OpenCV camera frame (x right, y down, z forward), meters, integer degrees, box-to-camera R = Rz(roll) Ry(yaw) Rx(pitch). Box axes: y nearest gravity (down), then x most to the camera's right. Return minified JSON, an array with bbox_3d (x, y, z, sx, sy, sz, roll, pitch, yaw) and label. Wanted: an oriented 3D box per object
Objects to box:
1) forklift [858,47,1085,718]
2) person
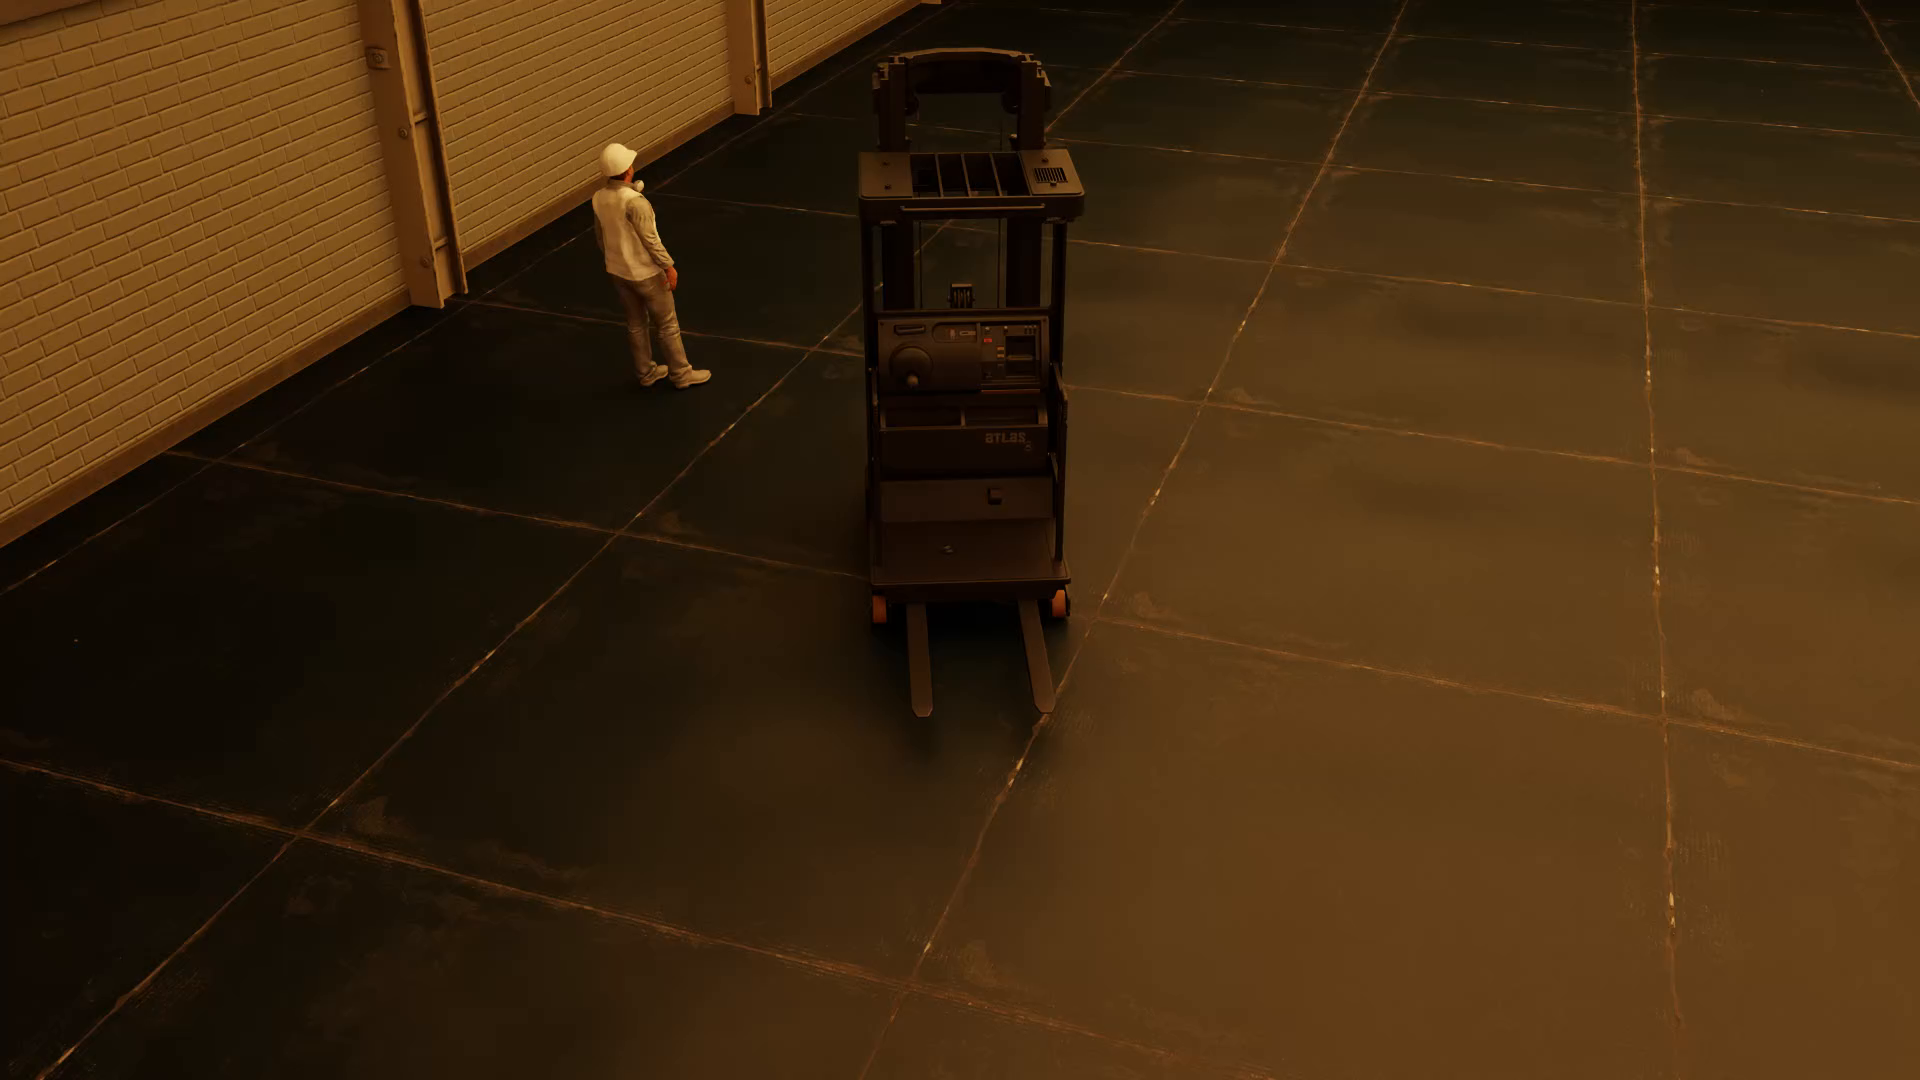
[{"bbox_3d":[0.035,-0.972,8.842,1.130,2.935,3.031,-2,30,-3],"label":"forklift"},{"bbox_3d":[-2.208,-1.927,11.669,0.632,1.774,0.568,20,35,30],"label":"person"}]
